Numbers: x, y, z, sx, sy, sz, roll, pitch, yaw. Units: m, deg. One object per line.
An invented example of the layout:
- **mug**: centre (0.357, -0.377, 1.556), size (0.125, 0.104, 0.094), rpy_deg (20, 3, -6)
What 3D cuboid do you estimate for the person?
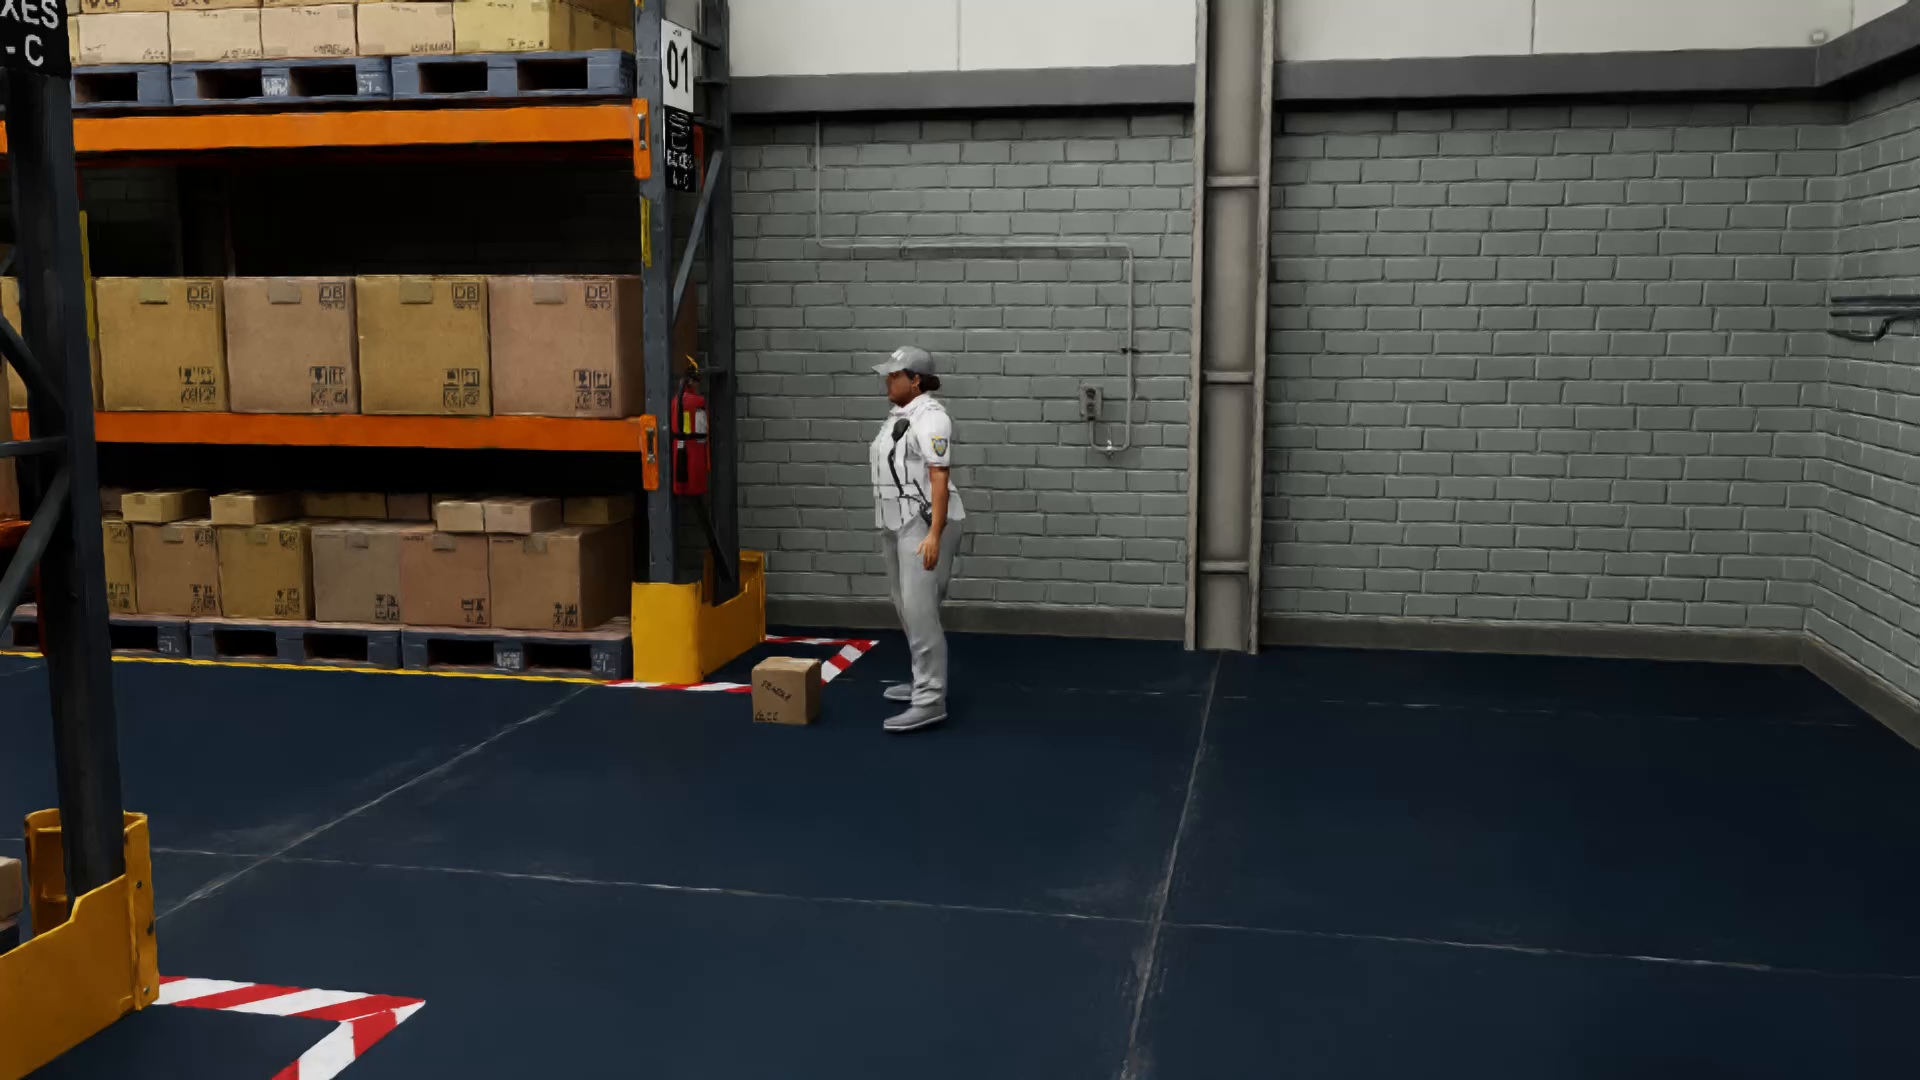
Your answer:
- **person**: centre (-0.211, -0.037, 7.472), size (0.529, 1.657, 0.651), rpy_deg (-4, 9, -26)
